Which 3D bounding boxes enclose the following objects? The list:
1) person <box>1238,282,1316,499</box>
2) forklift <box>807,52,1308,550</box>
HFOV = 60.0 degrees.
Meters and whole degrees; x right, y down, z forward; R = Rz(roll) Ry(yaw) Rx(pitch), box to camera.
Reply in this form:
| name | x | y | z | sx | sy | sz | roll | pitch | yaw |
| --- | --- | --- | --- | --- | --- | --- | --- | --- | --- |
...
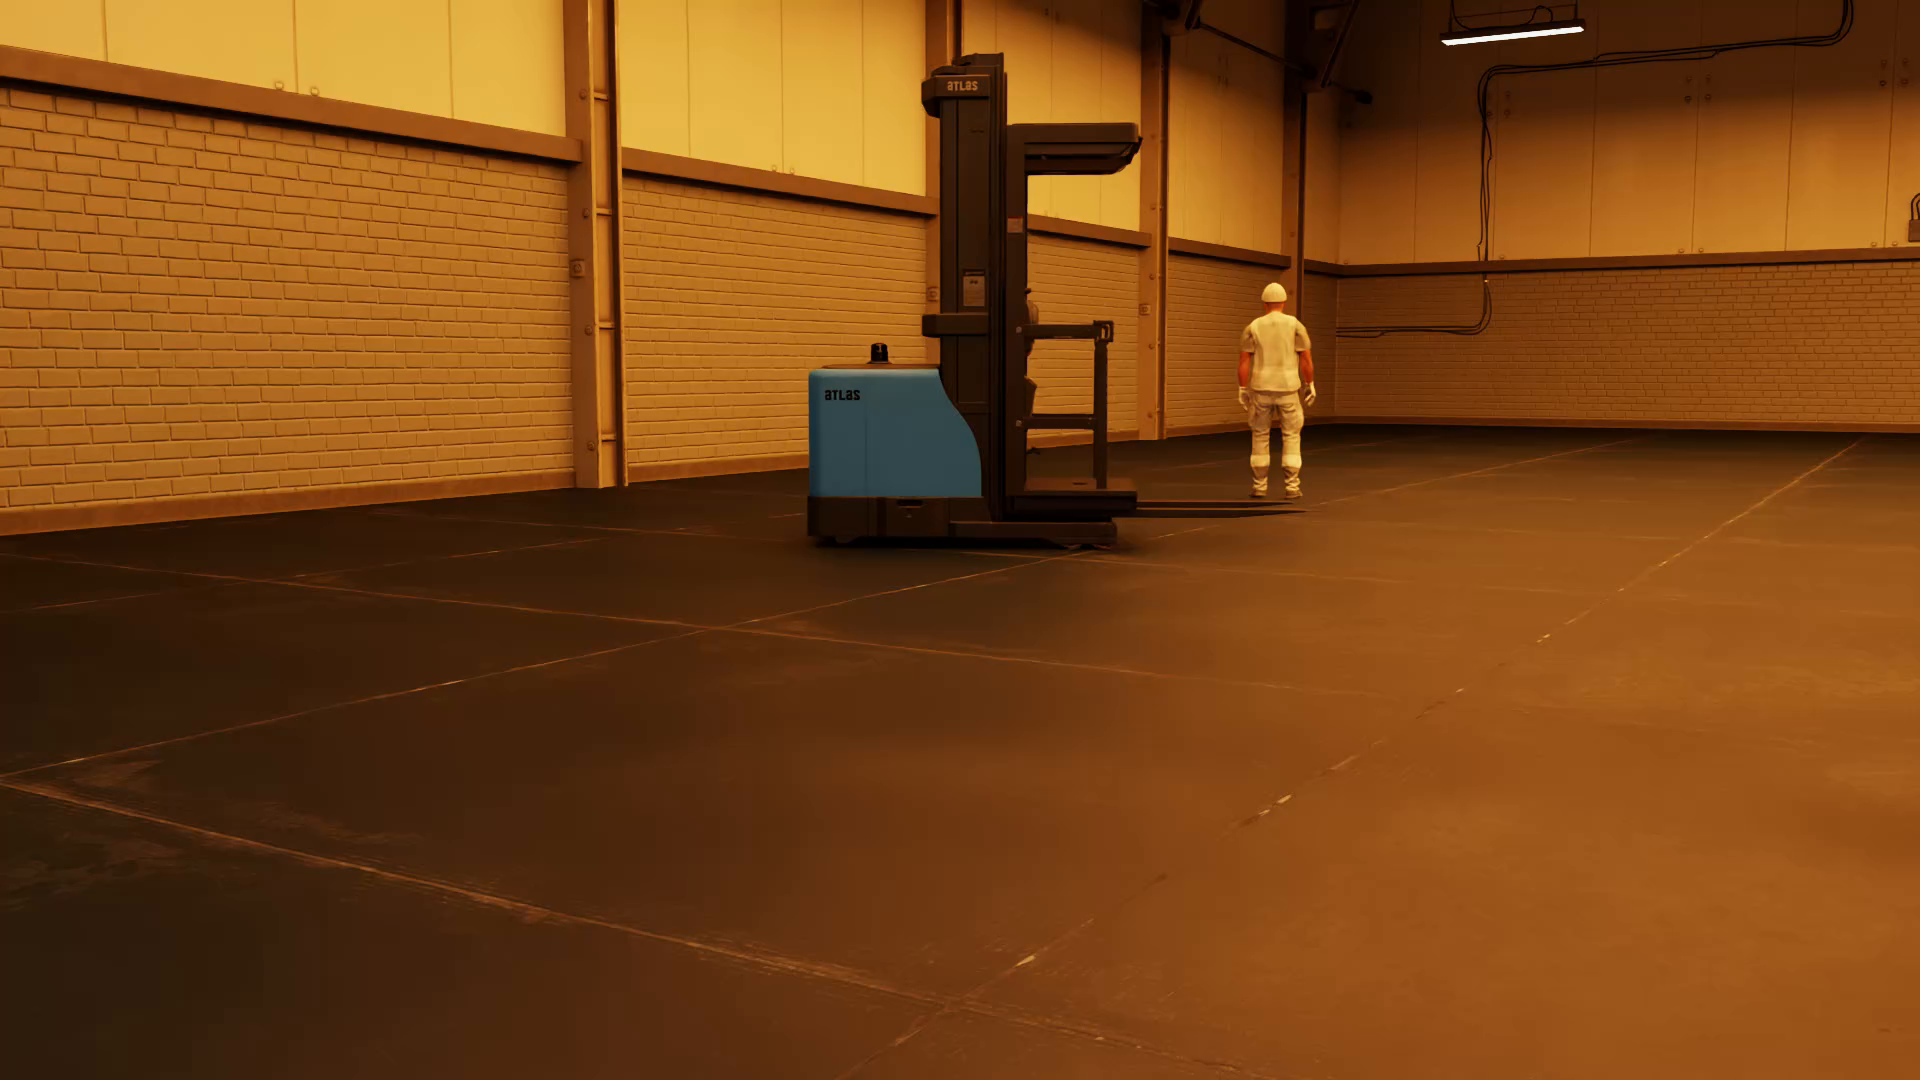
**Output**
| name | x | y | z | sx | sy | sz | roll | pitch | yaw |
| --- | --- | --- | --- | --- | --- | --- | --- | --- | --- |
| person | 2.643 | -1.231 | 13.857 | 0.631 | 1.808 | 0.495 | 2 | 6 | 16 |
| forklift | 0.609 | -1.454 | 10.314 | 3.031 | 2.935 | 1.130 | 0 | 6 | 3 |
